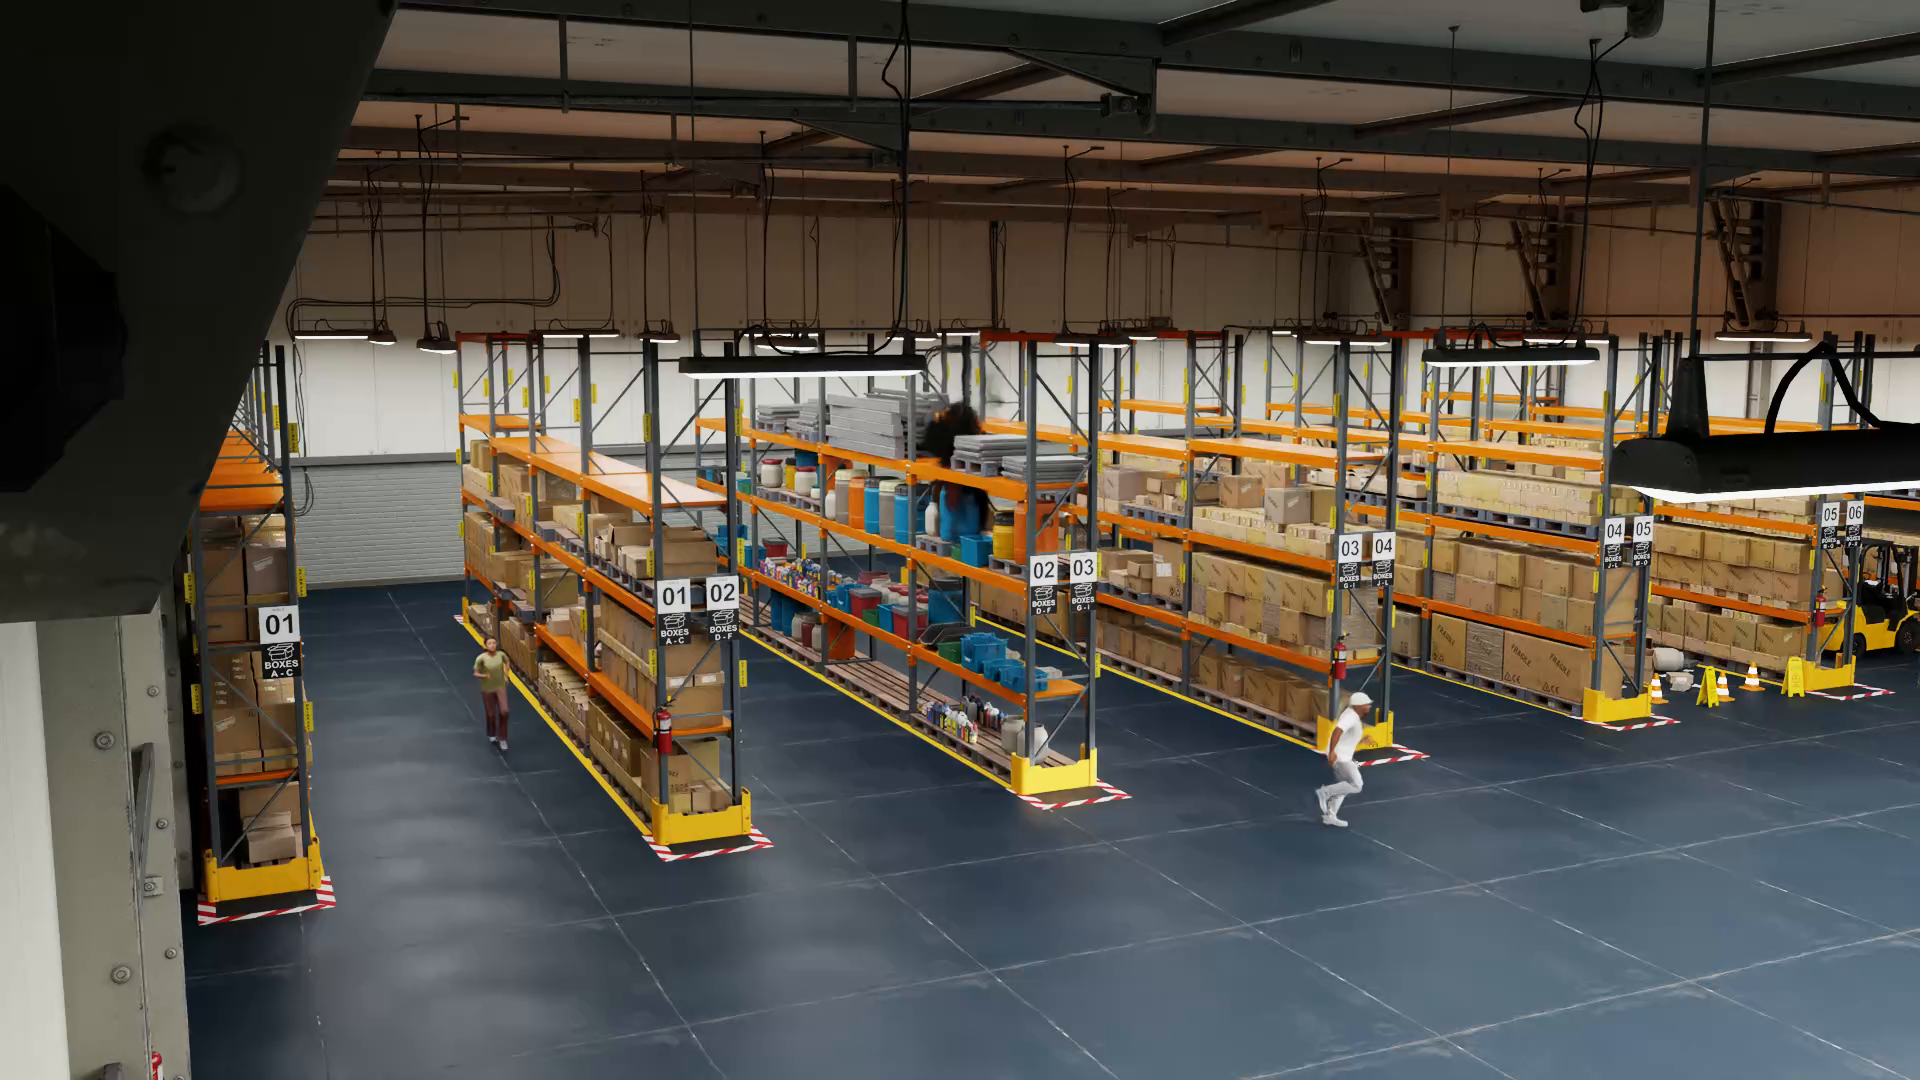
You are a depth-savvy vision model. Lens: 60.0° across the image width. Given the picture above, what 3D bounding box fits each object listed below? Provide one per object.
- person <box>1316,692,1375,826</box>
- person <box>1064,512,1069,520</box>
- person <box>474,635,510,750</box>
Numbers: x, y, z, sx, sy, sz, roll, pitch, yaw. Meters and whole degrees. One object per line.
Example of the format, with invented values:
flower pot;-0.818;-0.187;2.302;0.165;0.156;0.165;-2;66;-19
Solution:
person;4.810;2.727;20.709;0.728;1.684;0.683;0;8;3
person;2.544;0.197;39.067;0.688;1.764;0.606;-2;8;-13
person;-6.845;2.234;24.400;0.556;1.710;0.711;-3;8;-24
